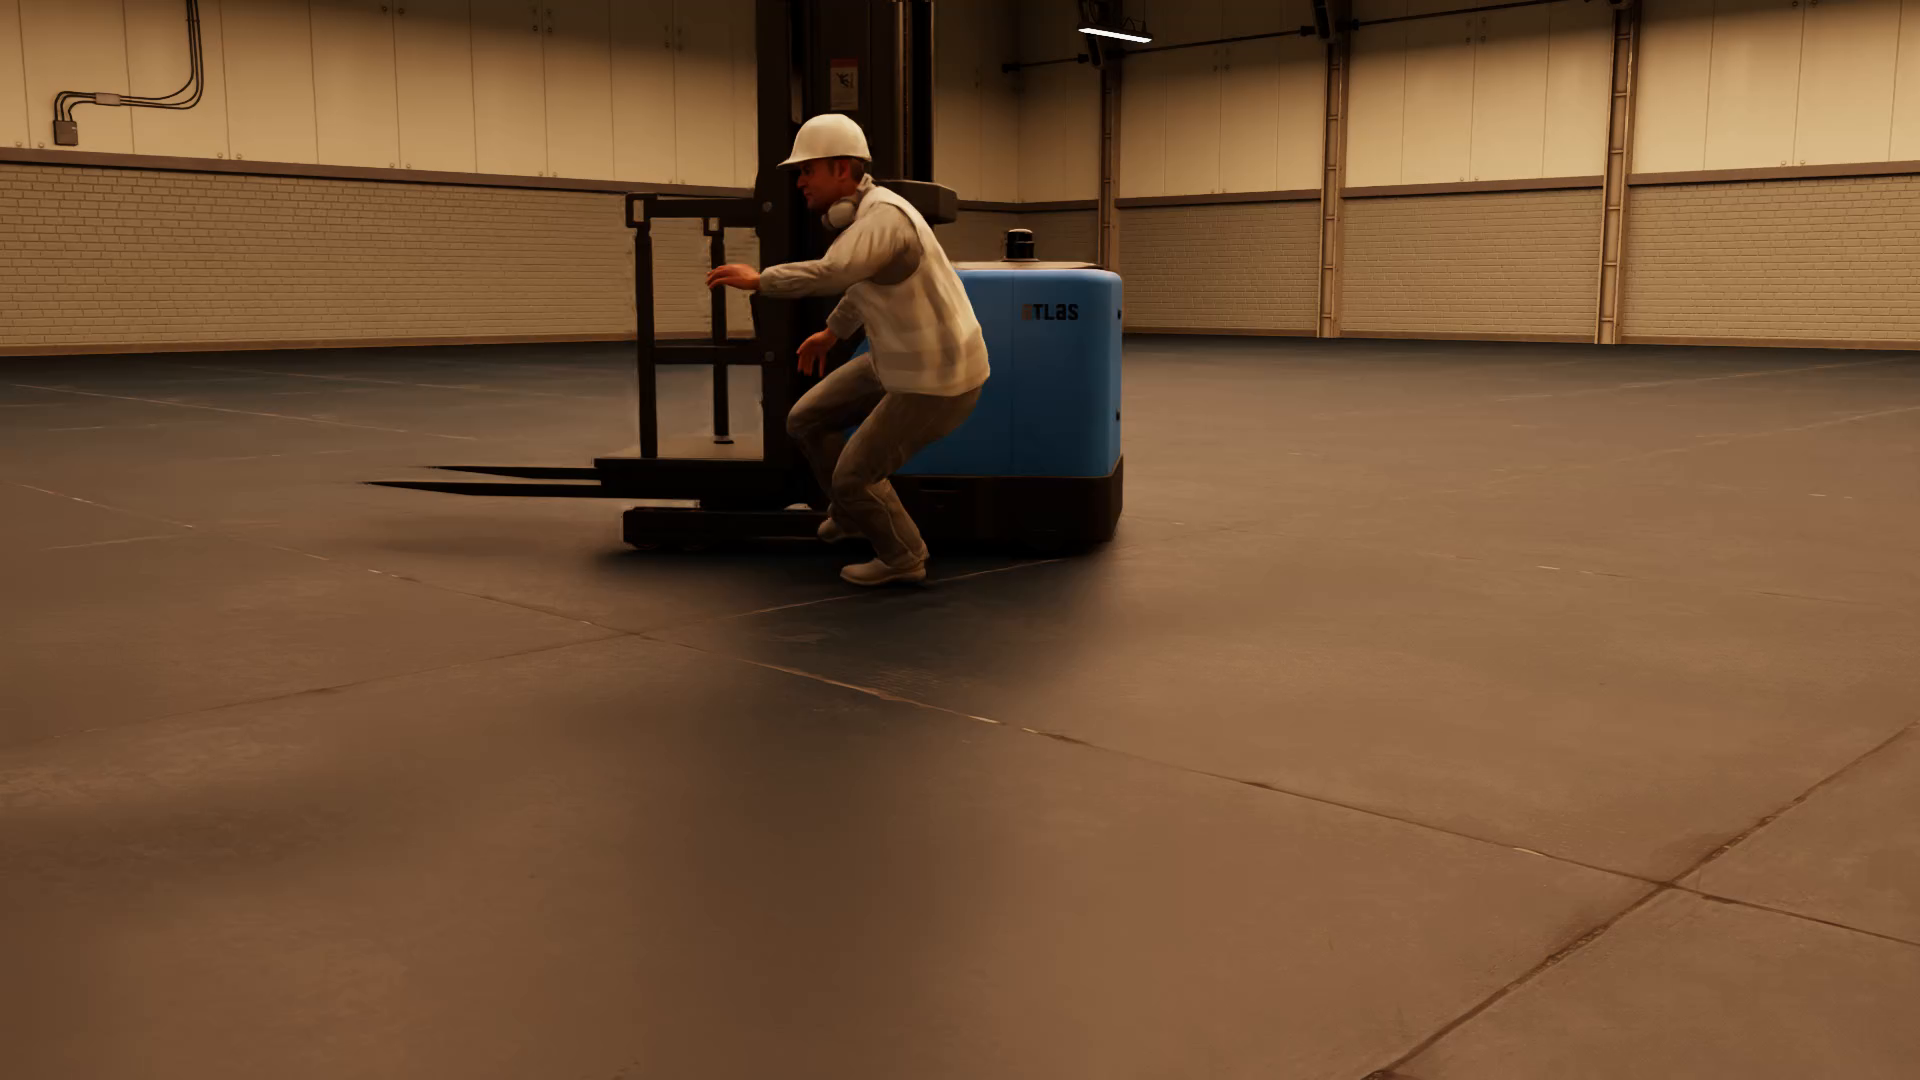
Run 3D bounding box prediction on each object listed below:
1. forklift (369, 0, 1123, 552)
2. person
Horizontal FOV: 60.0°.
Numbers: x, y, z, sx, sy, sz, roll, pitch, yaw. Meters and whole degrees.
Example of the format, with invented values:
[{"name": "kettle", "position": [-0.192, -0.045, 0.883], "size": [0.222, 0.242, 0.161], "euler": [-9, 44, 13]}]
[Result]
[{"name": "forklift", "position": [-0.867, -1.480, 6.702], "size": [3.031, 2.935, 1.130], "euler": [1, 9, 8]}, {"name": "person", "position": [-0.398, -0.573, 5.373], "size": [0.903, 1.536, 1.053], "euler": [-3, 9, -17]}]
